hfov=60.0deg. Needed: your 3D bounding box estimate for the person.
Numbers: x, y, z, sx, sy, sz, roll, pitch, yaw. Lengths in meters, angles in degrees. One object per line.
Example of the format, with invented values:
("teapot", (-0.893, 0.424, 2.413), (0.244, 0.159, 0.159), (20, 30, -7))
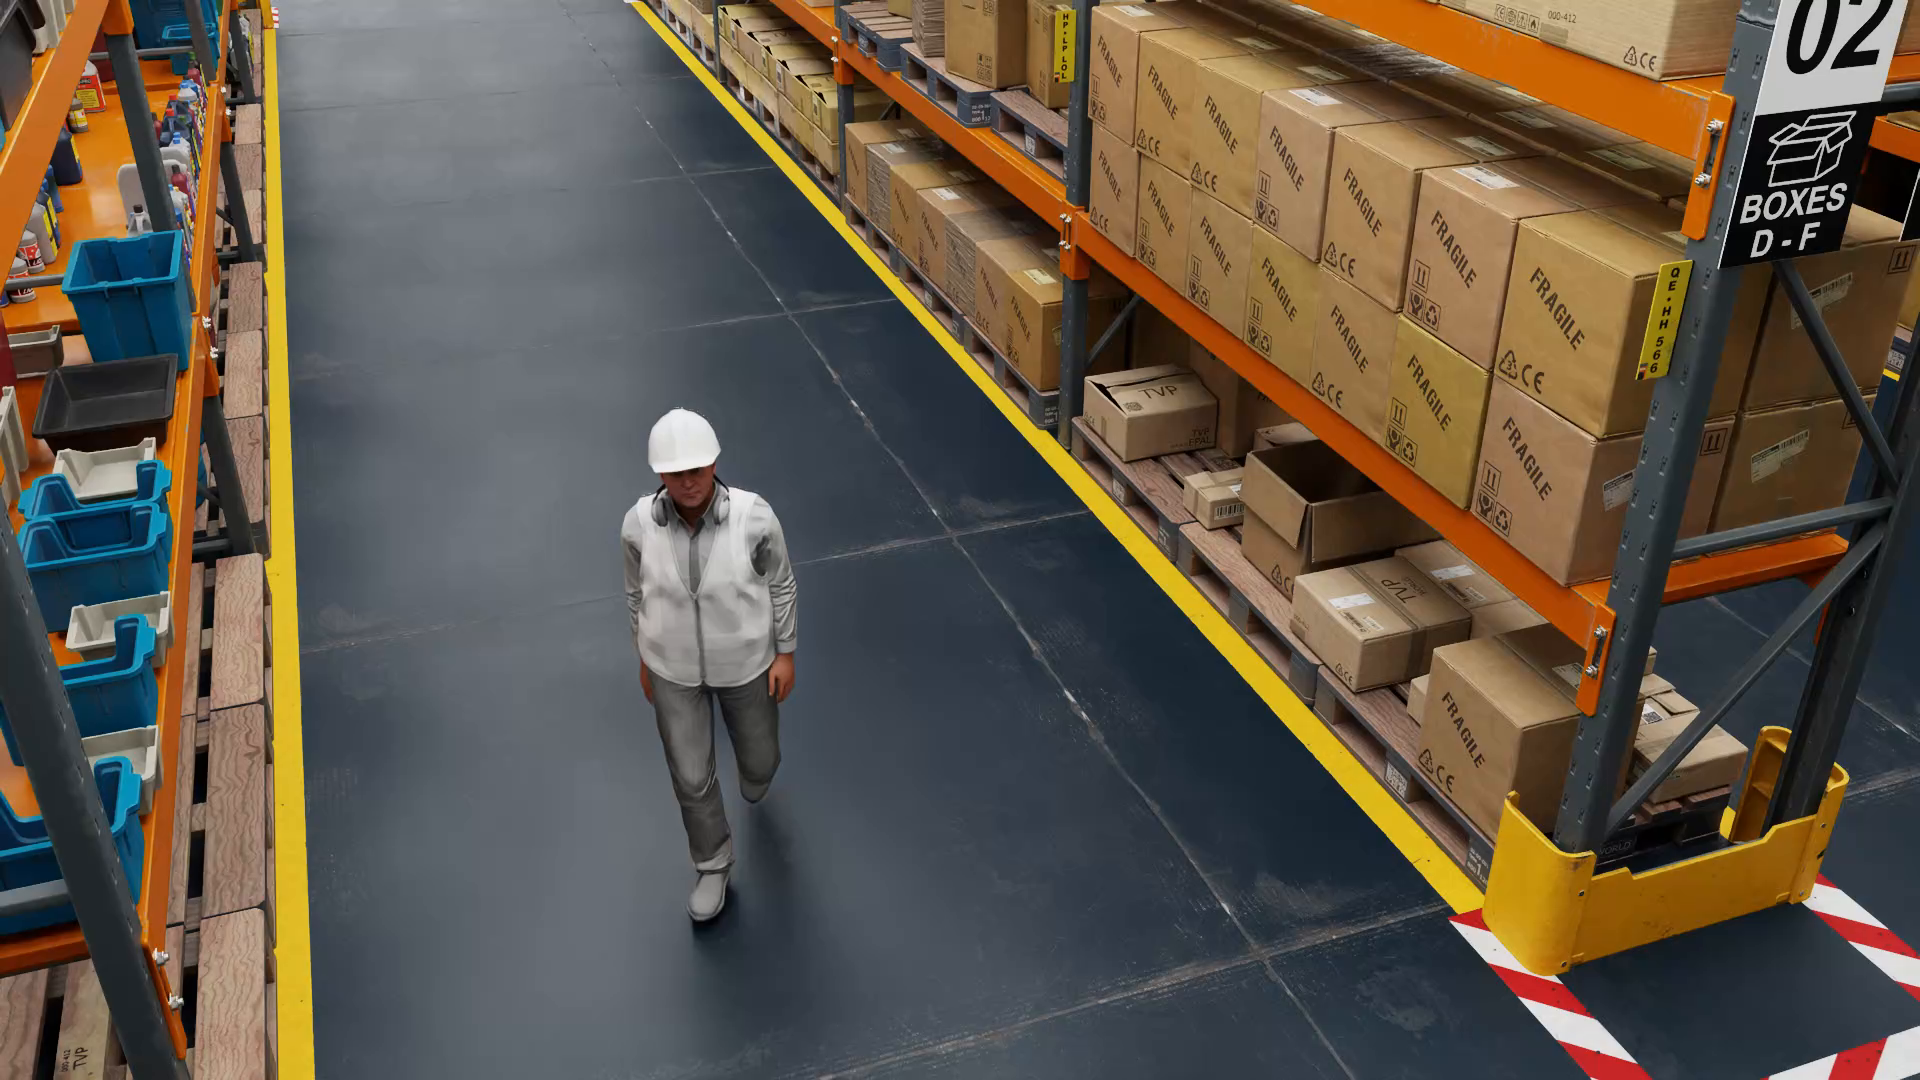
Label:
("person", (-0.799, 0.346, 5.471), (0.549, 1.753, 0.785), (-1, 30, -2))
